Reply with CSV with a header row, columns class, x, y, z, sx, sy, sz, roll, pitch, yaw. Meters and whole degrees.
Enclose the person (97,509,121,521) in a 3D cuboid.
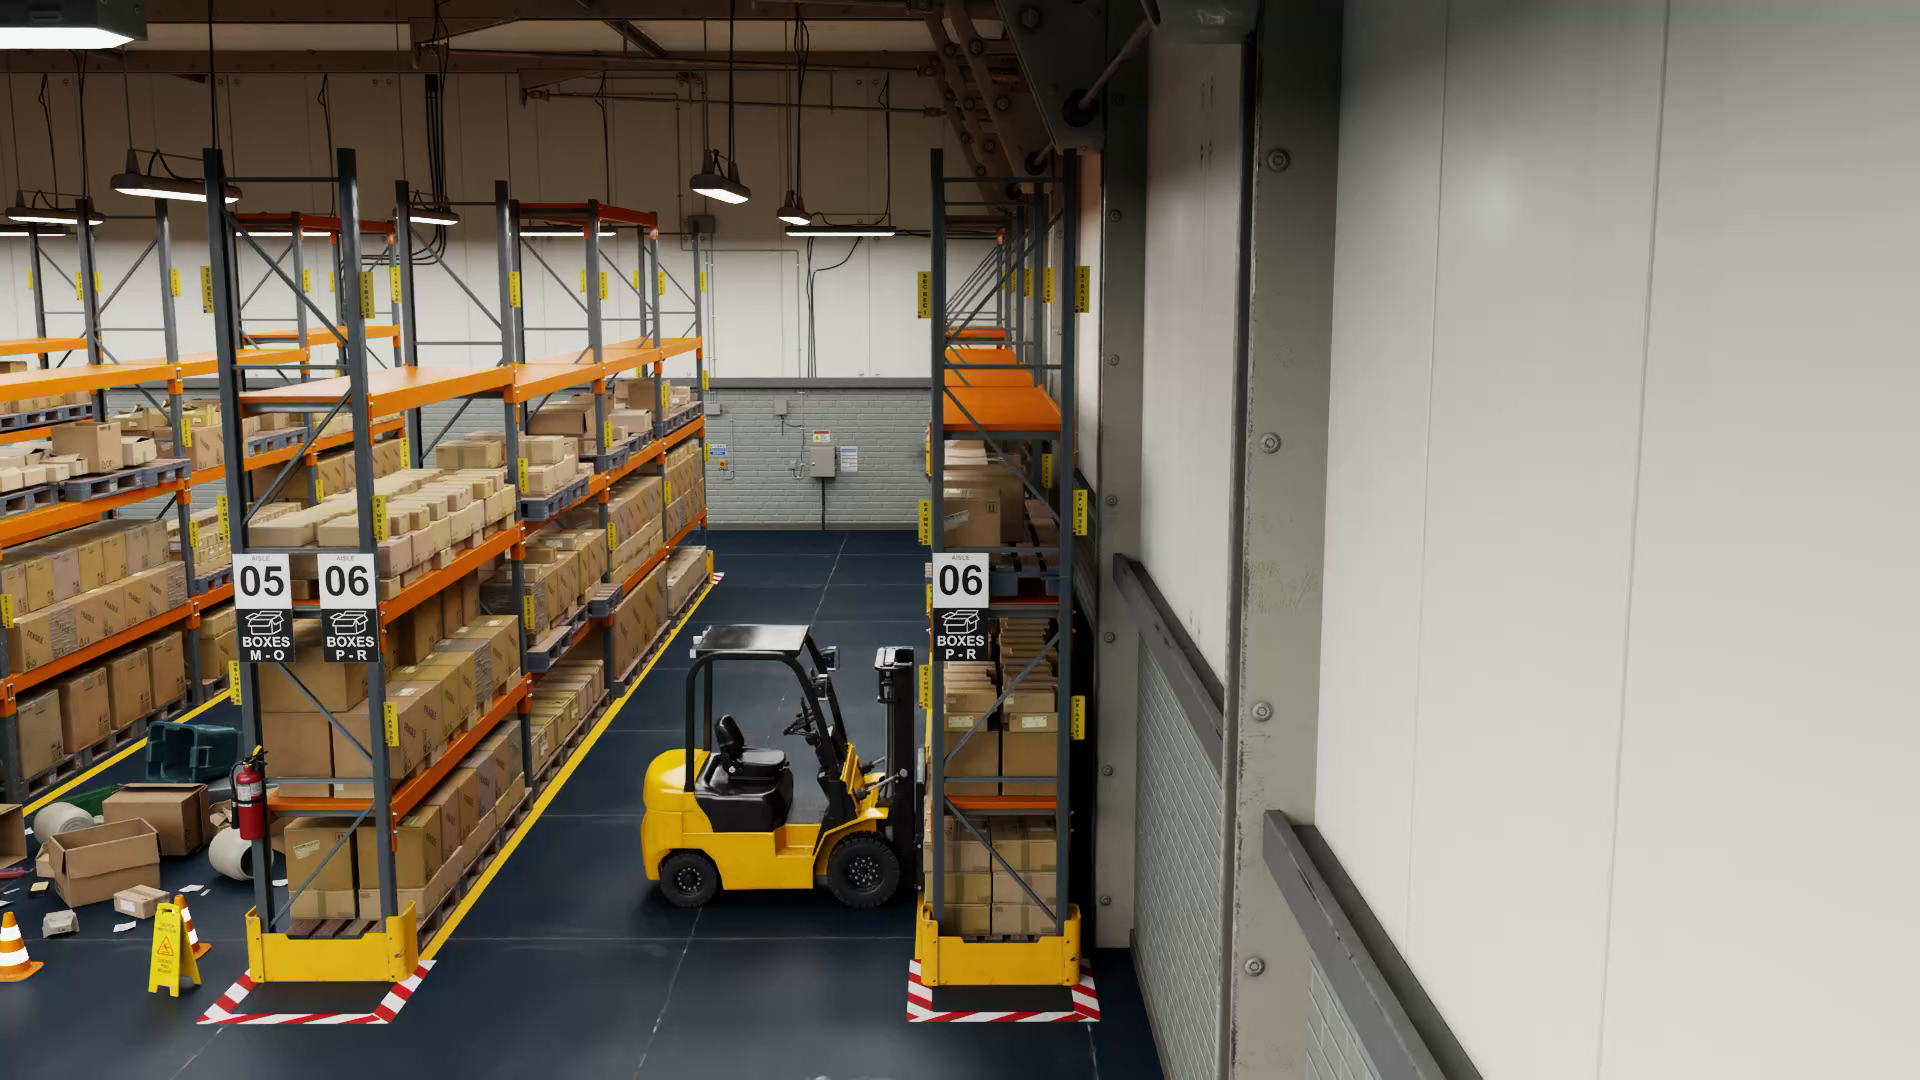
class,x,y,z,sx,sy,sz,roll,pitch,yaw
person,-15.131,-0.295,29.421,0.802,1.575,0.580,3,10,16
